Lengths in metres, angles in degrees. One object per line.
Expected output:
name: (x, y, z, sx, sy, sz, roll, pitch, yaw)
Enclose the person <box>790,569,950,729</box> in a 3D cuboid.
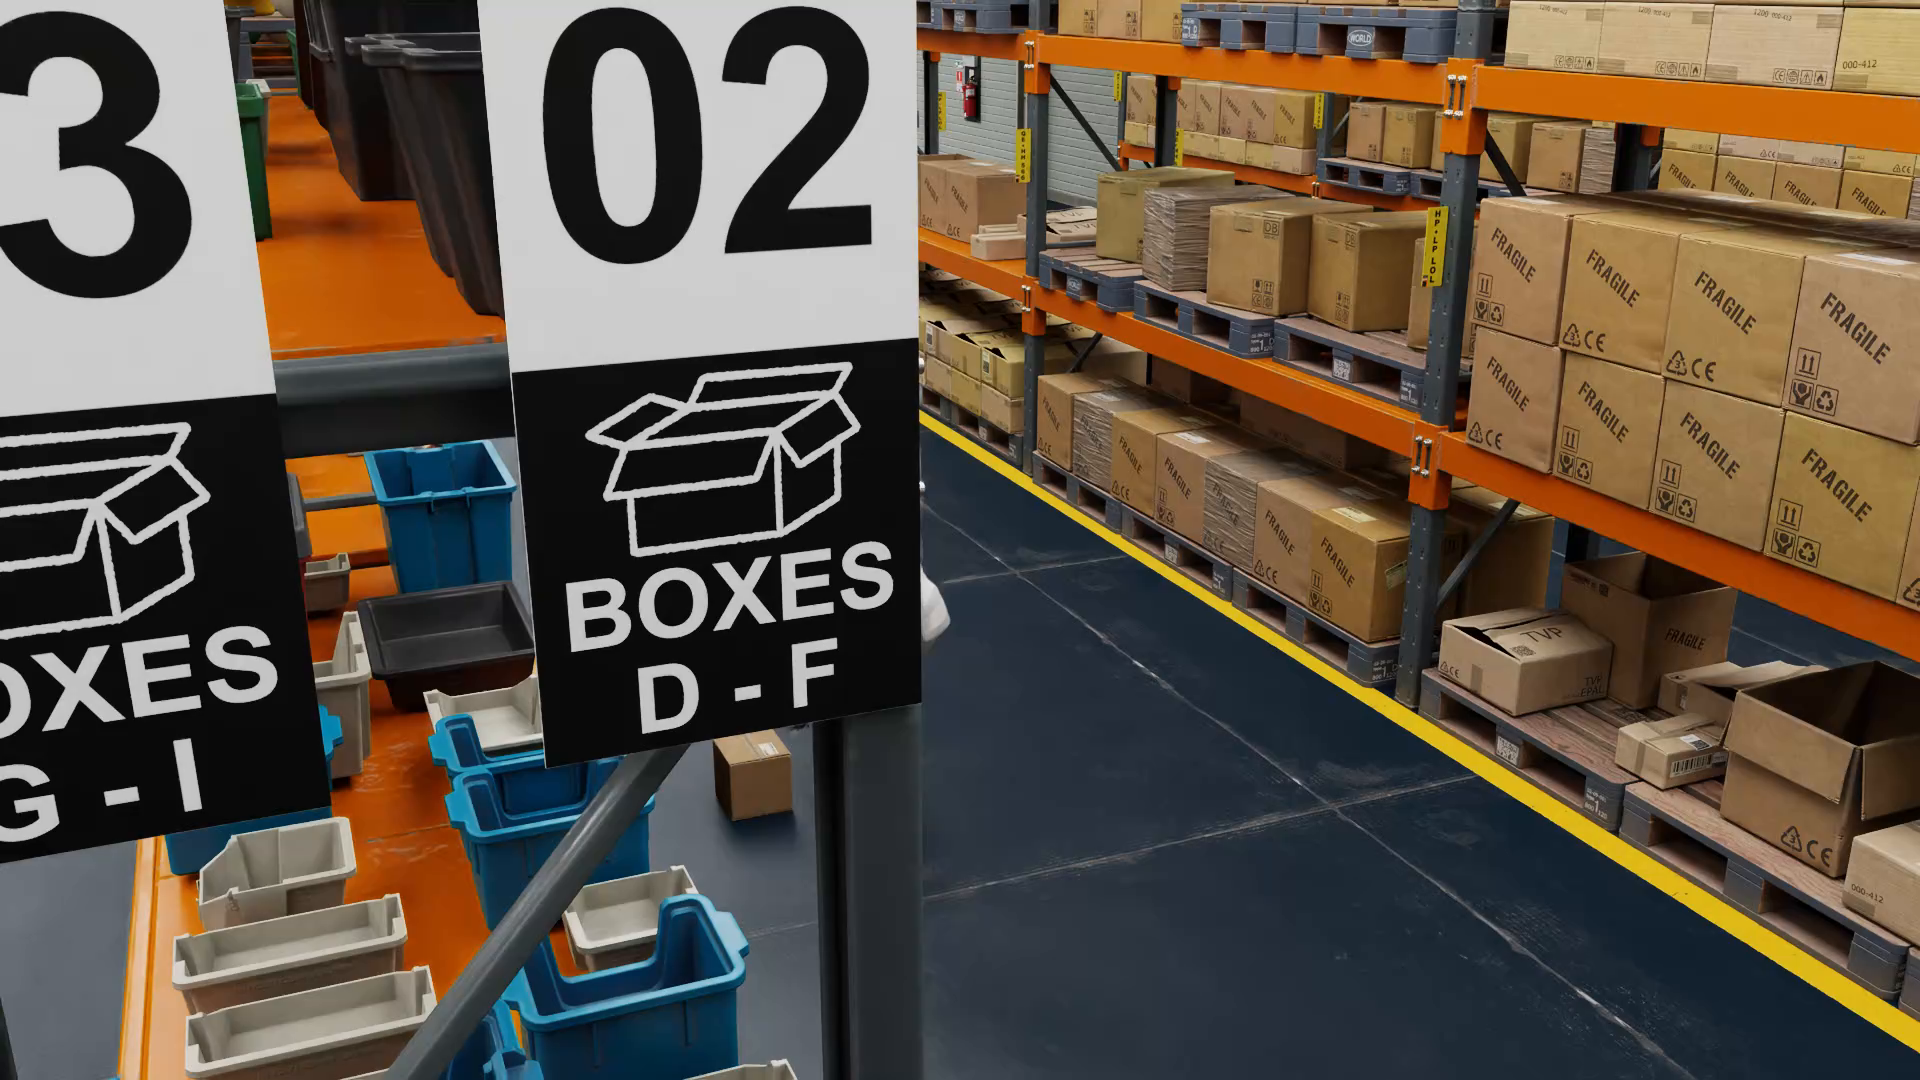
person: (-0.434, 0.392, 6.577, 0.805, 1.313, 0.629, -8, 20, -22)
